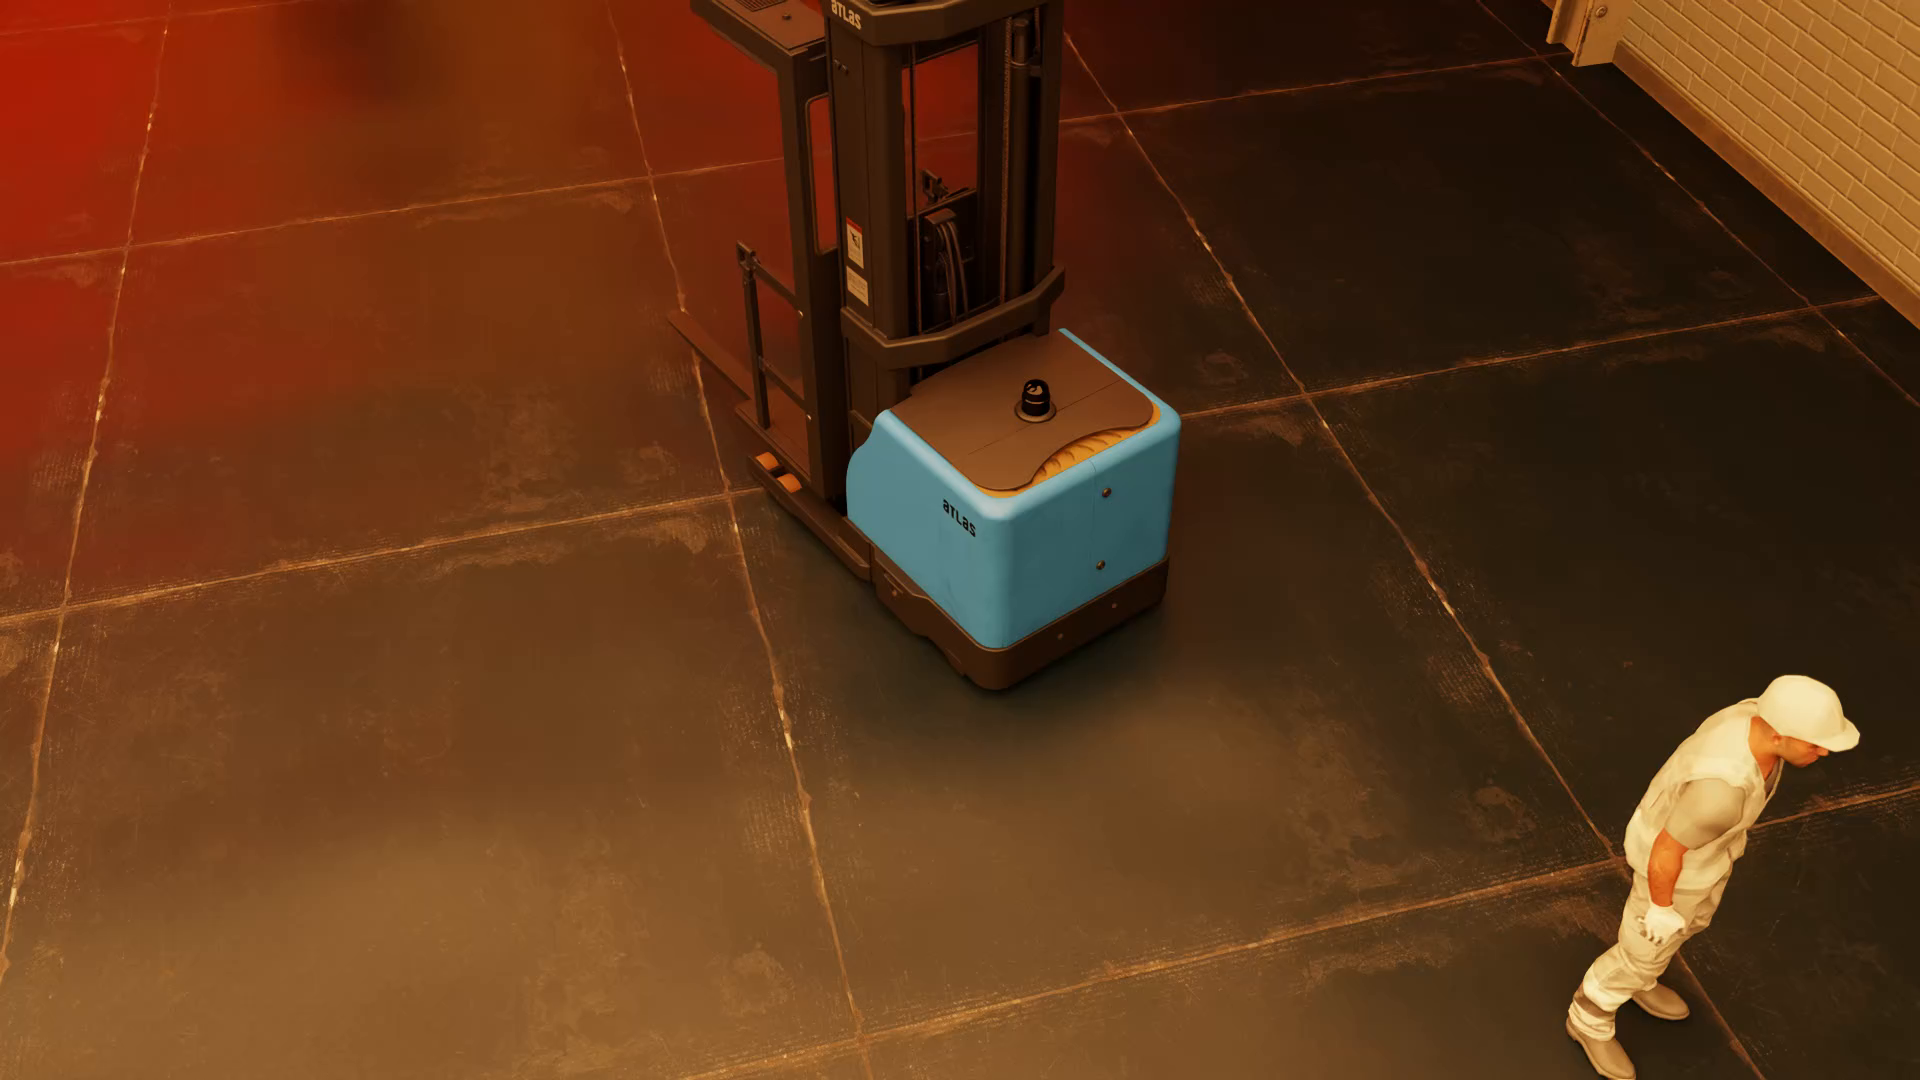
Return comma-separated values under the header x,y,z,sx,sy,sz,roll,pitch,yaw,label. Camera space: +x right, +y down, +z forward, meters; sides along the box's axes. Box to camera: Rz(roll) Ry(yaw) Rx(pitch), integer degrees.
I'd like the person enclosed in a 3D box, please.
x,y,z,sx,sy,sz,roll,pitch,yaw,label
2.381,1.050,5.376,0.451,1.778,0.612,34,53,31,person

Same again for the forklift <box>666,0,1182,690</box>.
x,y,z,sx,sy,sz,roll,pitch,yaw,label
-0.366,-1.399,7.126,1.130,2.935,3.031,-27,50,-26,forklift
